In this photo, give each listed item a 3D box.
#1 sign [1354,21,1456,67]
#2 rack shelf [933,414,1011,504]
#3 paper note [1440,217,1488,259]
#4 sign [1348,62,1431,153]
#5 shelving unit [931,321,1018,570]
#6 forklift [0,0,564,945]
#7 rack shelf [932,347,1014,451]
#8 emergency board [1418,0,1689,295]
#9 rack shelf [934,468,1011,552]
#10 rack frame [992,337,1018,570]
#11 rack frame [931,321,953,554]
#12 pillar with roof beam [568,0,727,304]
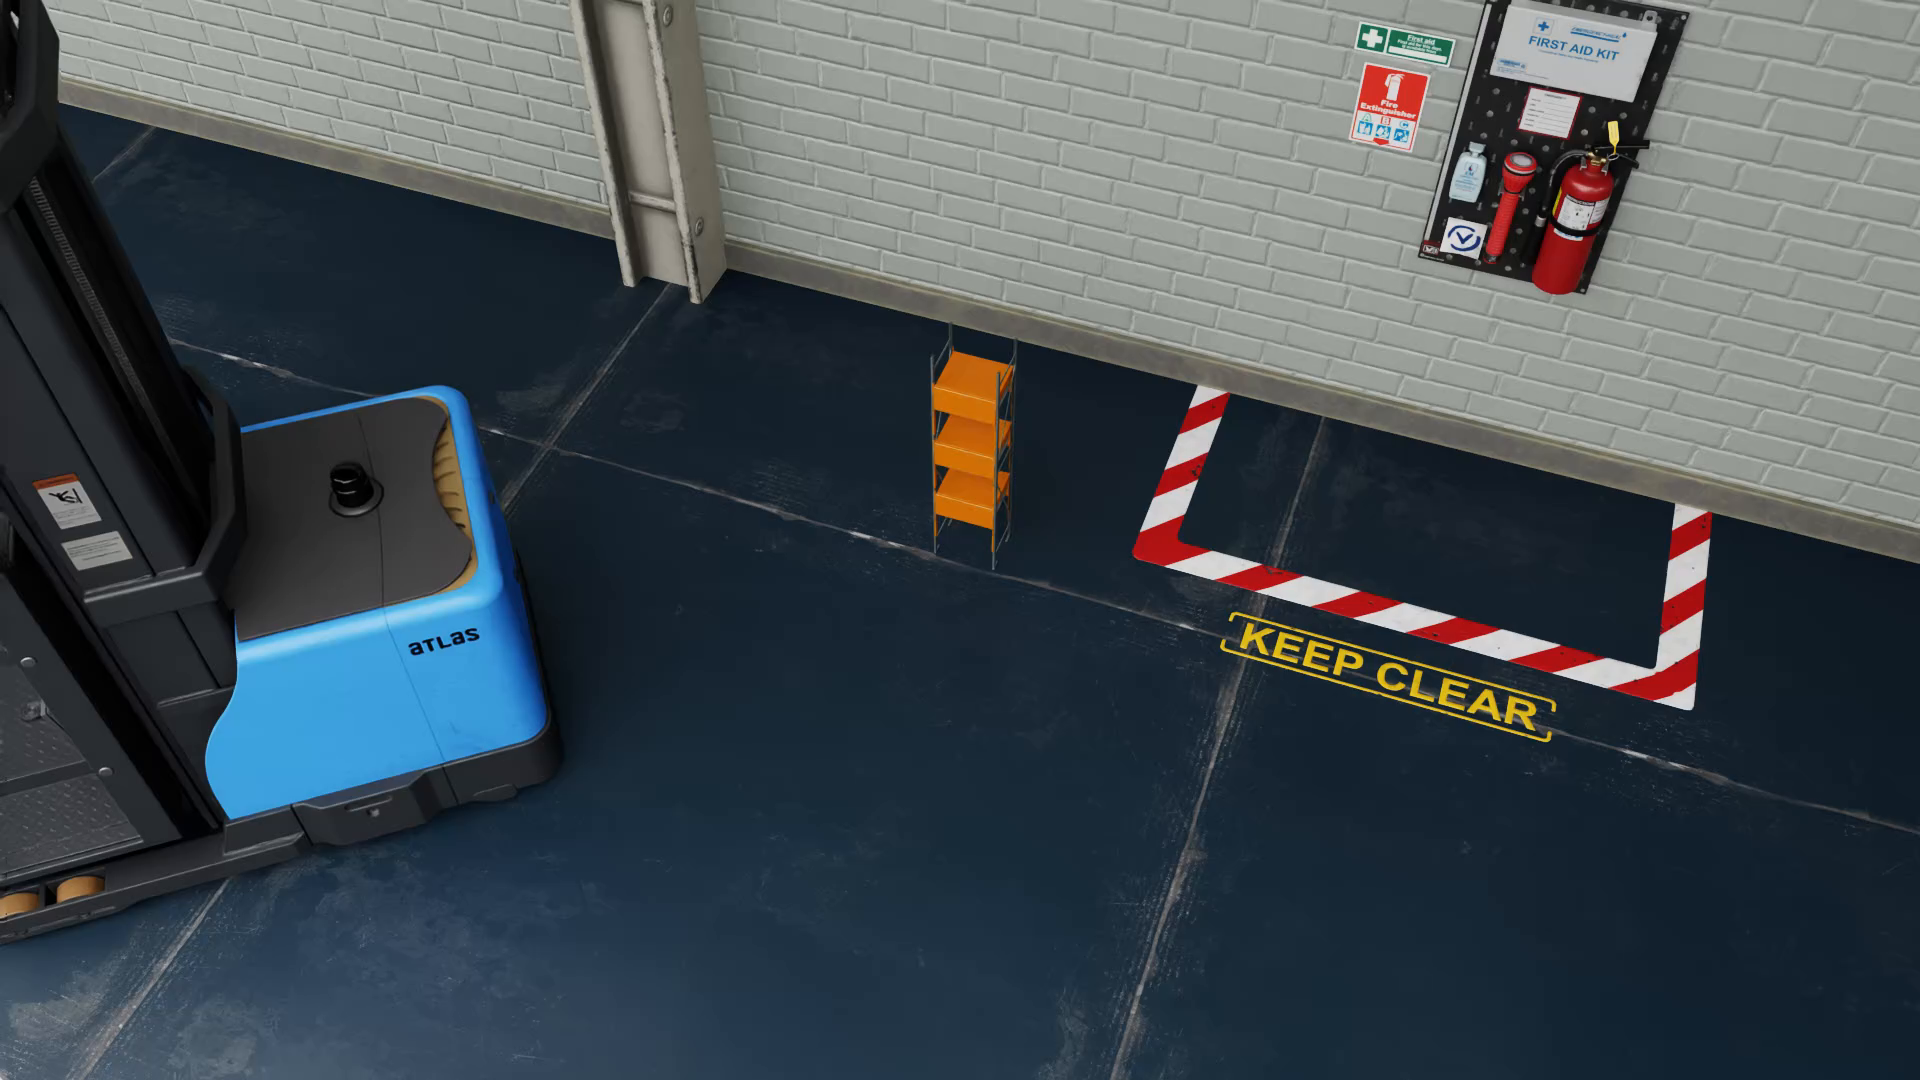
[{"bbox_3d":[1.534,-1.711,5.740,0.331,0.109,0.001,16,51,13],"label":"sign"},{"bbox_3d":[0.050,-0.323,6.216,0.240,0.259,0.215,16,51,13],"label":"rack shelf"},{"bbox_3d":[1.873,-1.122,6.187,0.142,0.148,0.016,16,51,13],"label":"paper note"},{"bbox_3d":[1.533,-1.545,5.947,0.234,0.329,0.001,16,51,13],"label":"sign"},{"bbox_3d":[0.050,-0.330,6.208,0.252,1.050,0.215,16,51,13],"label":"shelving unit"},{"bbox_3d":[-2.970,-0.100,4.764,3.031,2.935,1.130,-14,51,-12],"label":"forklift"},{"bbox_3d":[0.050,-0.509,6.001,0.240,0.259,0.215,16,51,13],"label":"rack shelf"},{"bbox_3d":[2.016,-1.315,5.772,0.643,1.169,0.194,16,51,13],"label":"emergency board"},{"bbox_3d":[0.050,-0.141,6.426,0.240,0.259,0.215,16,51,13],"label":"rack shelf"},{"bbox_3d":[0.165,-0.298,6.180,0.008,1.050,0.200,16,51,13],"label":"rack frame"},{"bbox_3d":[-0.064,-0.362,6.235,0.008,1.050,0.200,16,51,13],"label":"rack frame"},{"bbox_3d":[-2.800,-1.126,1.637,0.400,9.000,9.100,16,51,13],"label":"pillar with roof beam"}]
